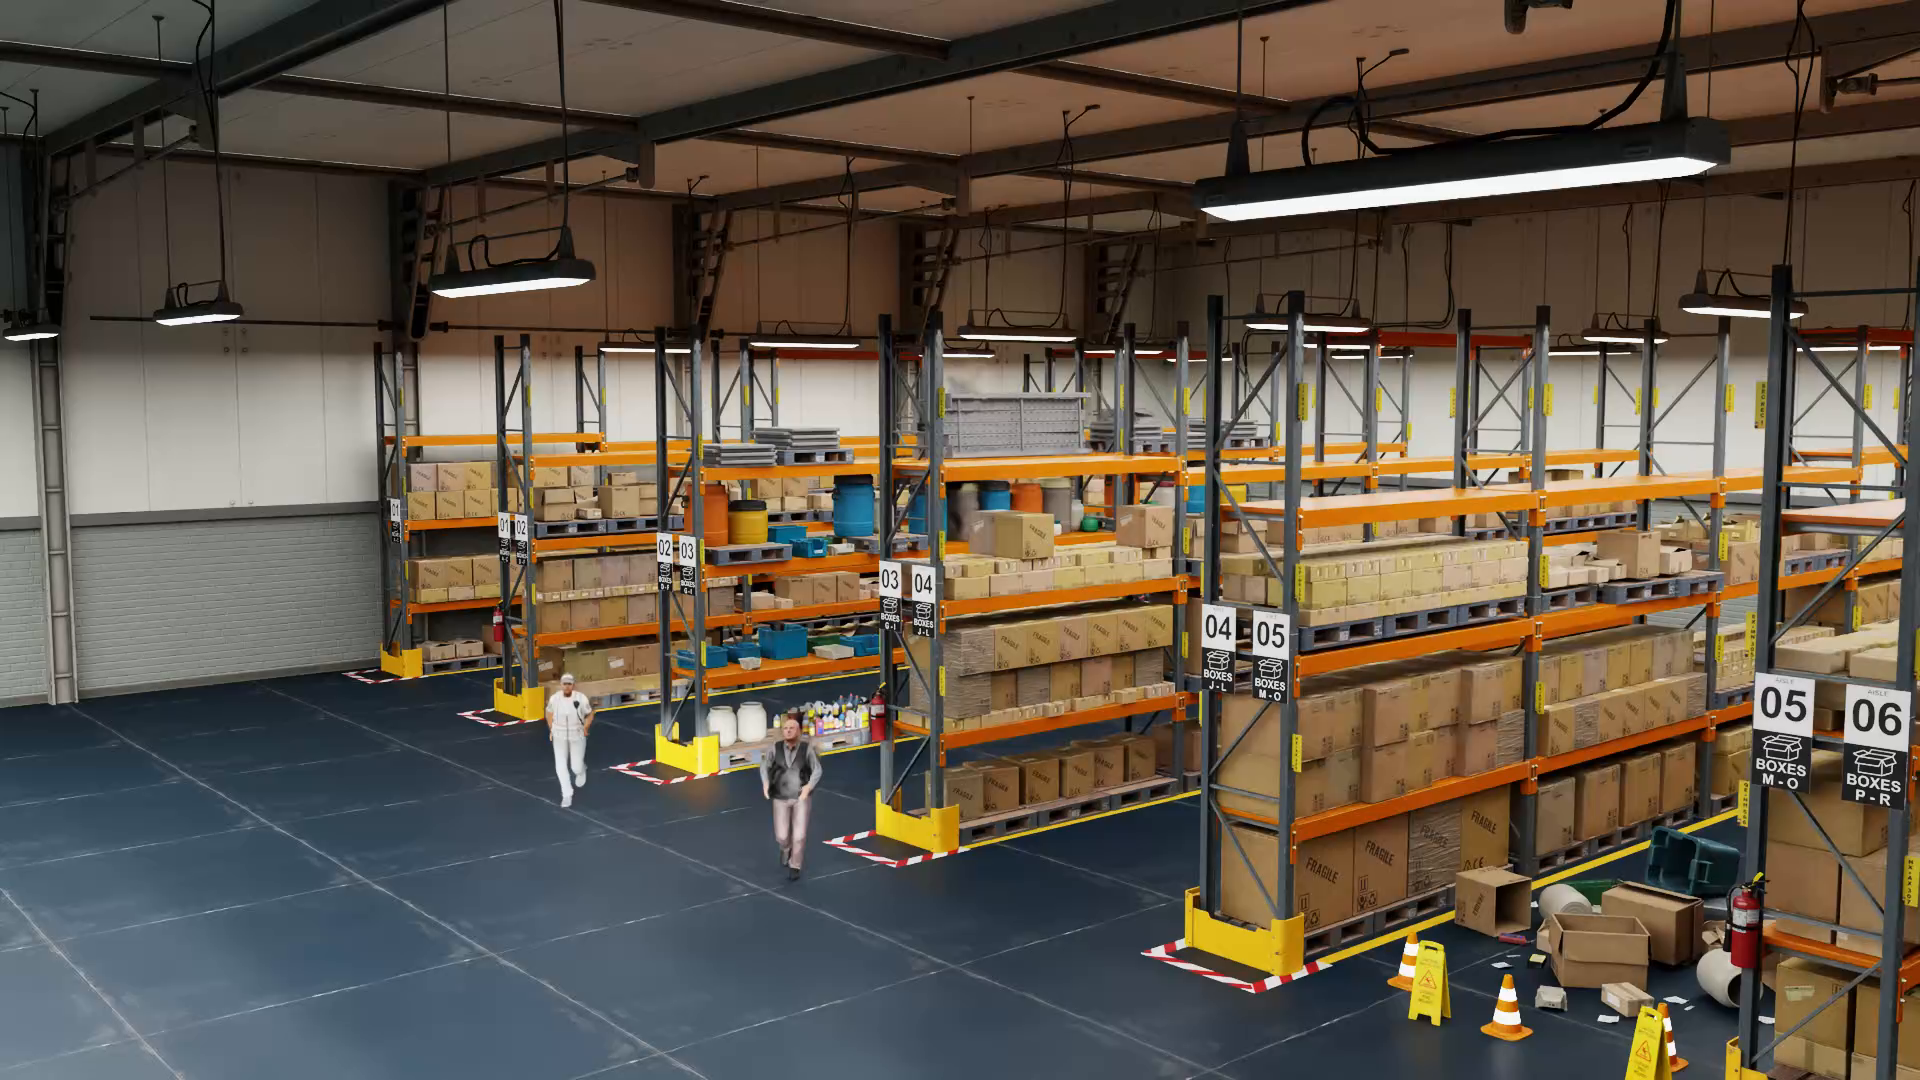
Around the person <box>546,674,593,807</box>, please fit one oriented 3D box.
[{"bbox_3d":[-4.896,2.472,20.879,0.591,1.625,0.751,-1,5,-6],"label":"person"}]

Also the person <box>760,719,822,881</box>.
[{"bbox_3d":[-1.794,2.772,17.609,0.672,1.621,0.538,0,5,0],"label":"person"}]
